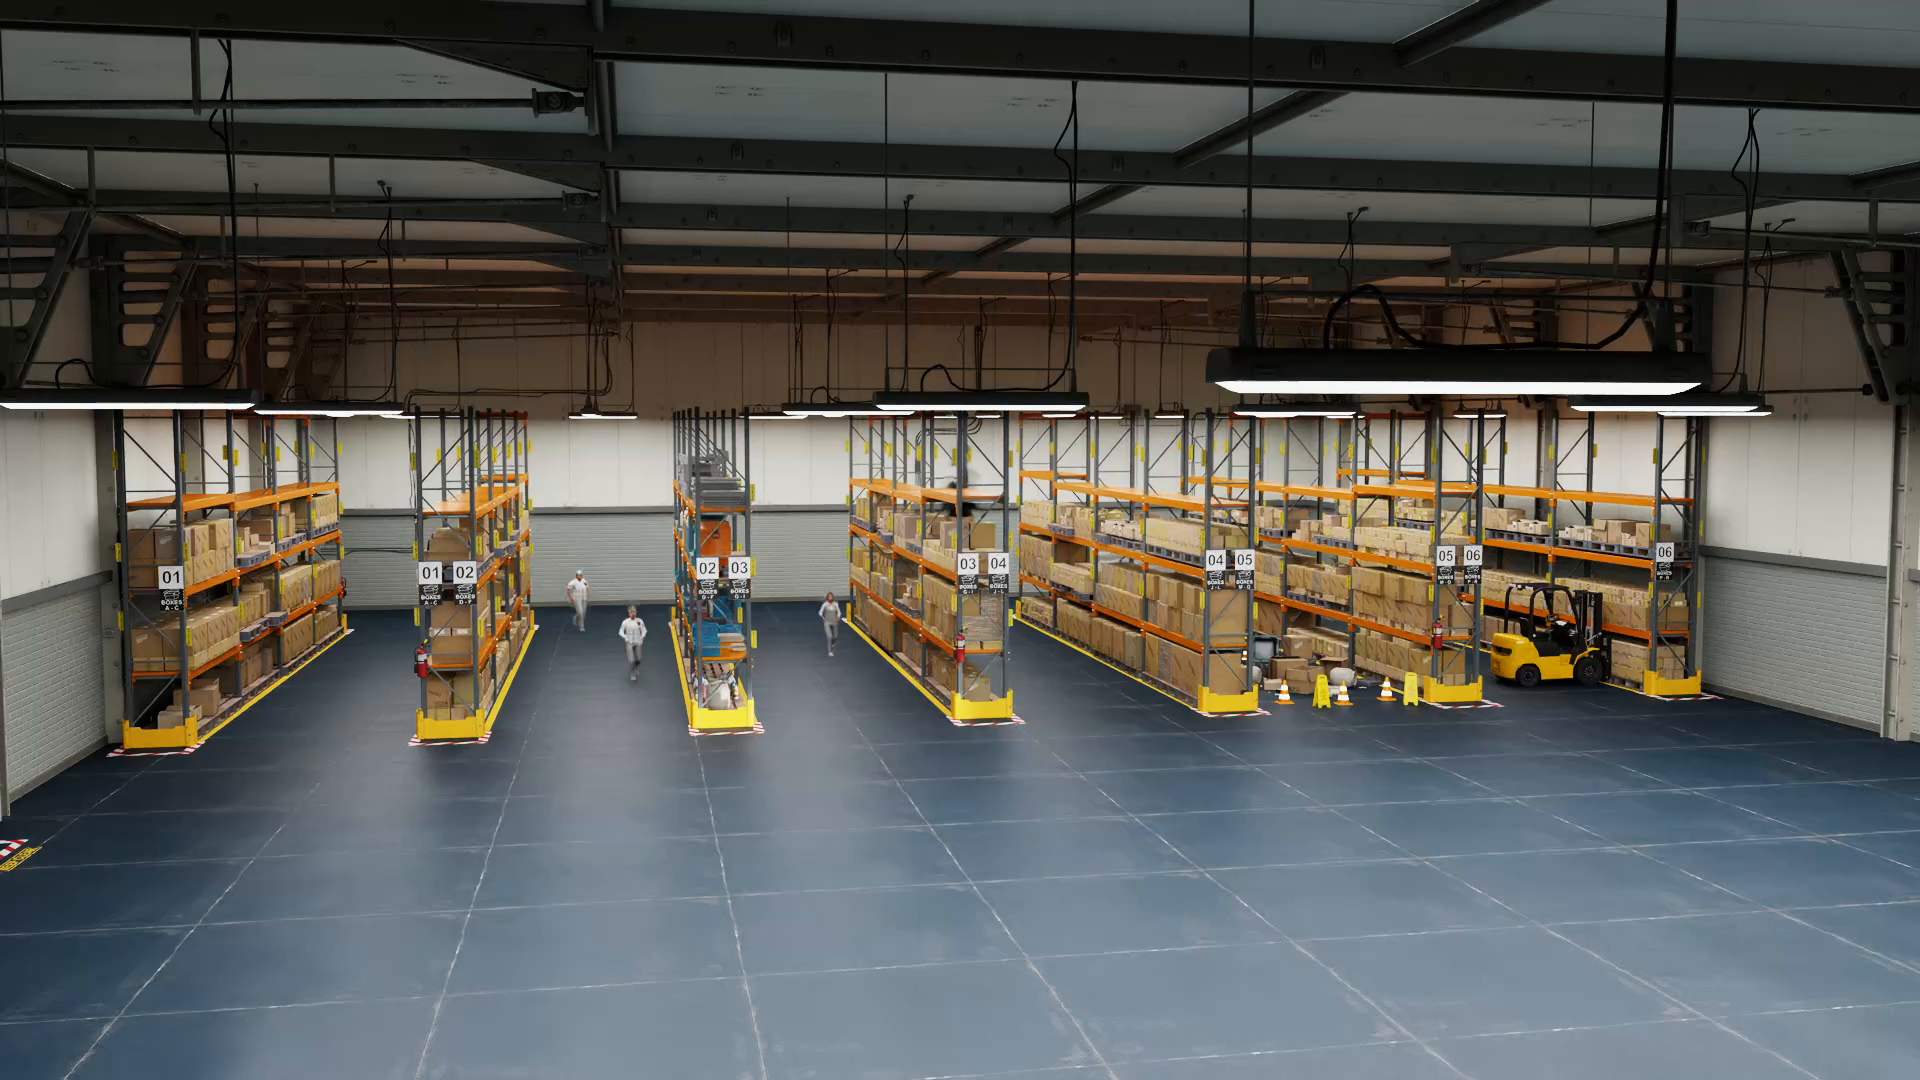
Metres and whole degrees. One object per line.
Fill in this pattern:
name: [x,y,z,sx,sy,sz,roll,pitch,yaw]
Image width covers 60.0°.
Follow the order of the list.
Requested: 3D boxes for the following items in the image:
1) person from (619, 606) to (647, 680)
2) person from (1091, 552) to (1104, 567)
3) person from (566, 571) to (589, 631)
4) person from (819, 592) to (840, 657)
person: [-7.230,2.279,36.817,0.611,1.649,0.558,-1,4,-17]
person: [4.116,1.228,50.756,0.677,1.770,0.620,-2,5,-28]
person: [-10.479,1.669,45.760,0.720,1.663,0.645,4,6,44]
person: [-3.184,2.055,40.690,0.537,1.549,0.594,-1,4,-15]
